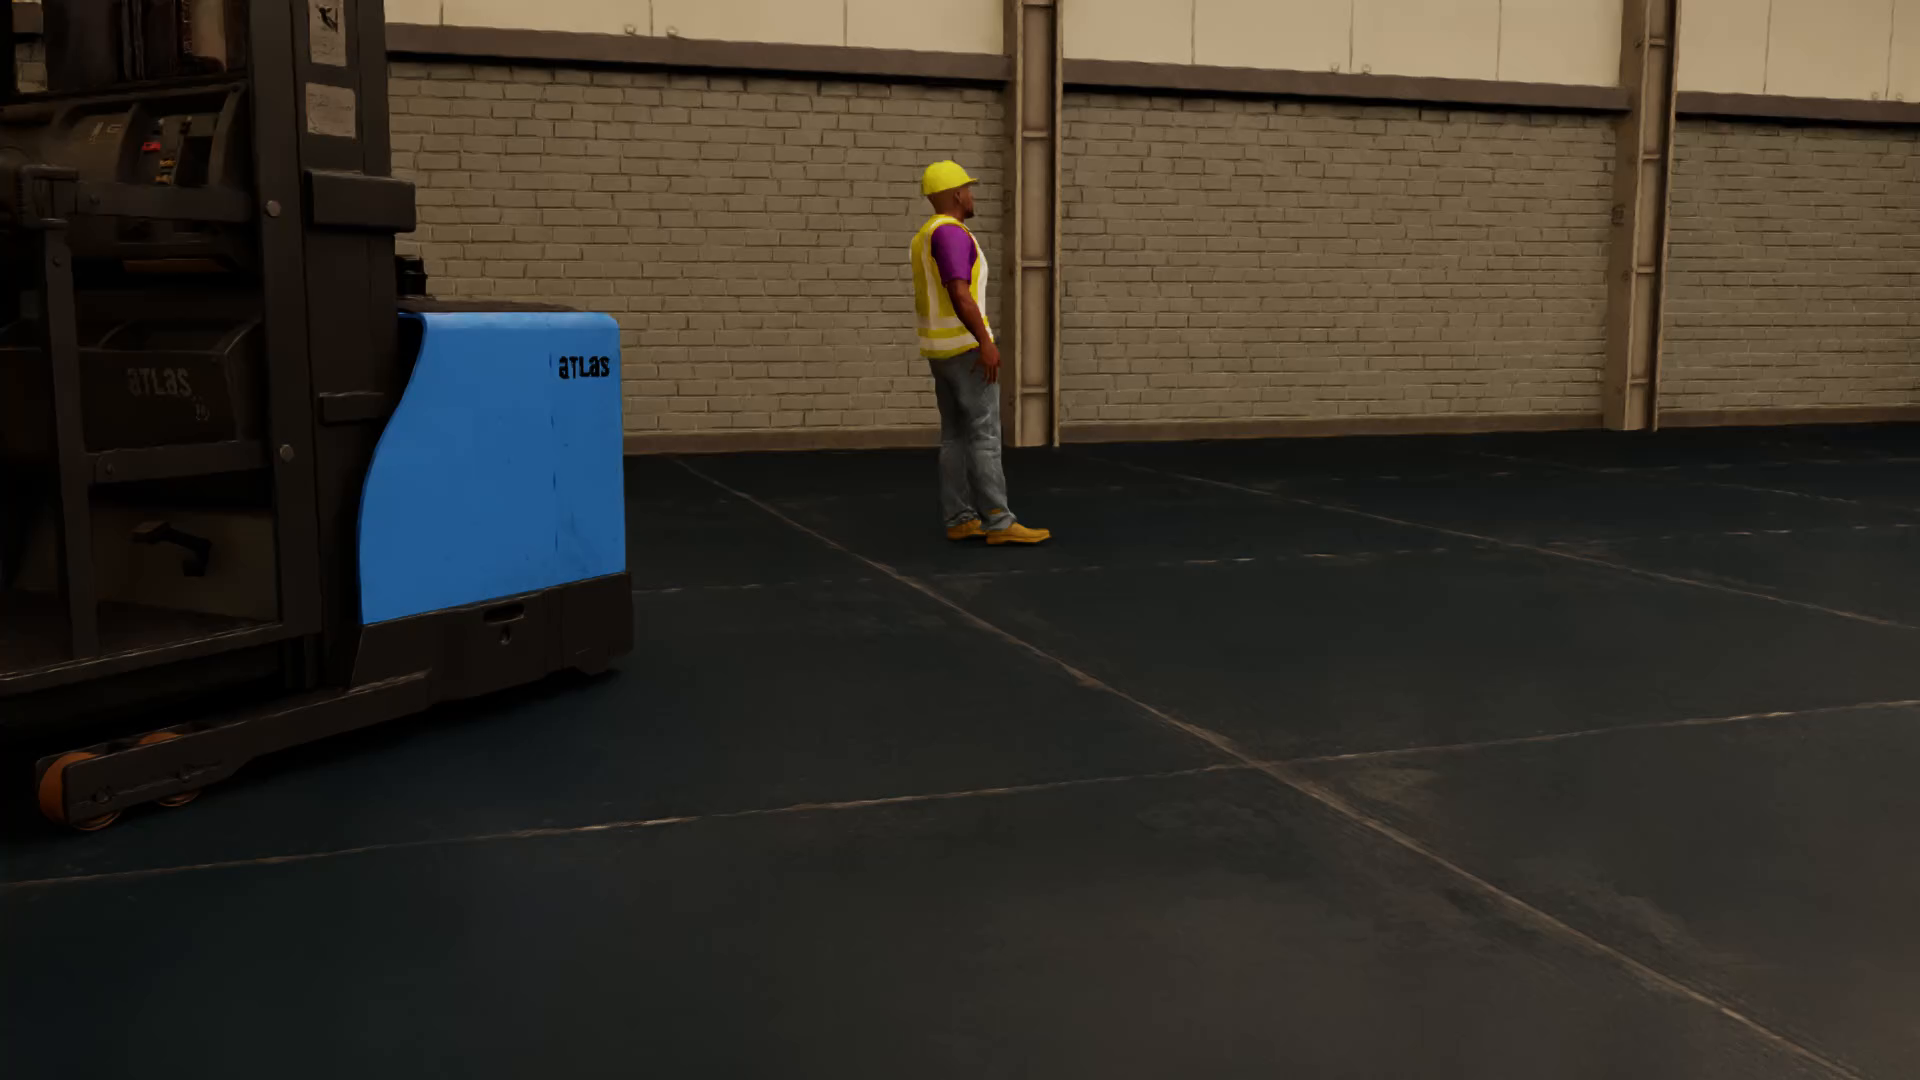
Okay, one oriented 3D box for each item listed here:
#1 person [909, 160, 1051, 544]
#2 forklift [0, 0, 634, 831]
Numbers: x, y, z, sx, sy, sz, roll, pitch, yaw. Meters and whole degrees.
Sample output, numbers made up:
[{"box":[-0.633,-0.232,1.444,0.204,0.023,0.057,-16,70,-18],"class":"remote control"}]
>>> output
[{"box":[0.068,-0.884,7.821,0.576,1.766,0.665,-3,8,-18],"class":"person"},{"box":[-2.130,-0.915,3.770,1.130,2.935,3.031,4,9,28],"class":"forklift"}]
